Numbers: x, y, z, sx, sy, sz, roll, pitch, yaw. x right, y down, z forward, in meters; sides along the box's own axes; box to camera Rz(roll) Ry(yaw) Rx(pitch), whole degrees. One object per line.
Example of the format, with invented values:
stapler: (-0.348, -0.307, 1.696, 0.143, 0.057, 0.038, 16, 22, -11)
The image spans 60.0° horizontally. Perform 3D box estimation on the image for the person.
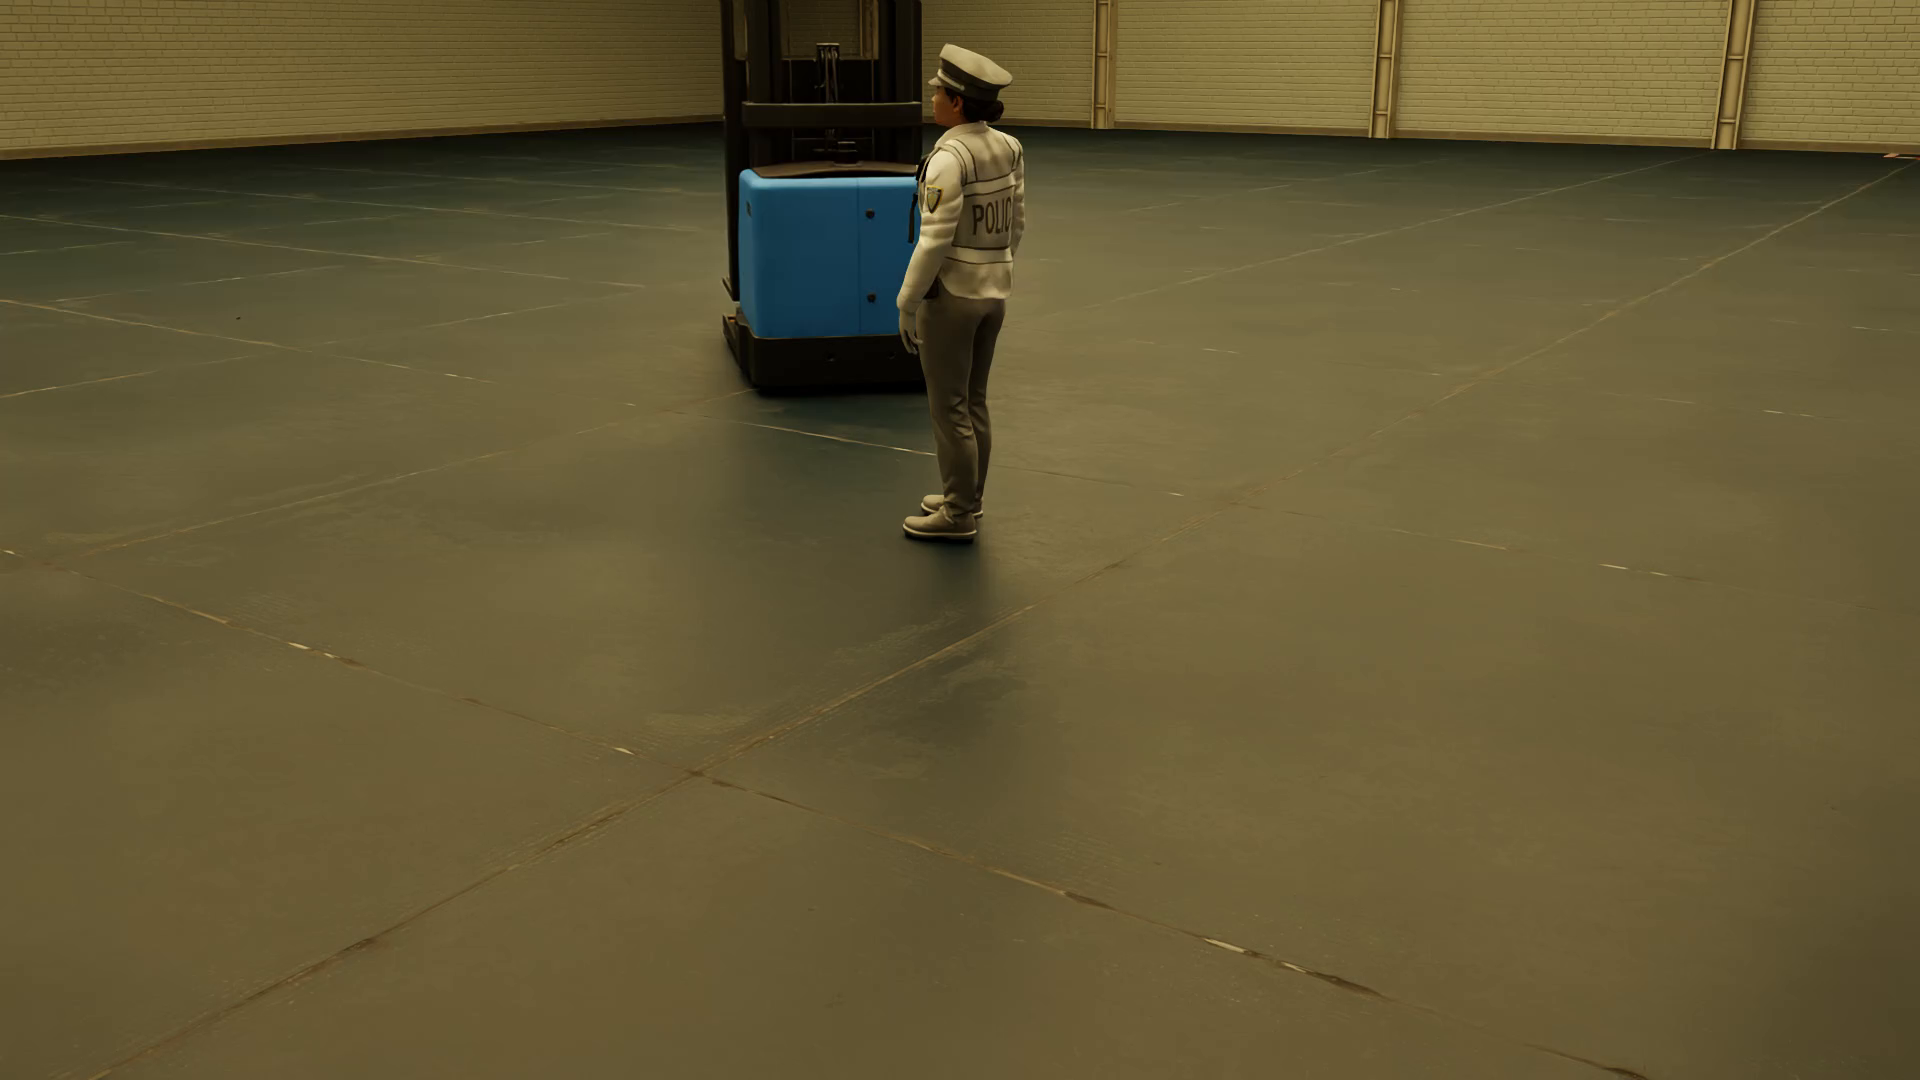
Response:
person: (-0.053, -0.831, 5.746, 0.531, 1.695, 0.588, 11, 20, 33)

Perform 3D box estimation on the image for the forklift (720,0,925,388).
forklift: (-0.801, -2.545, 9.345, 1.130, 2.935, 3.031, -3, 17, -11)
